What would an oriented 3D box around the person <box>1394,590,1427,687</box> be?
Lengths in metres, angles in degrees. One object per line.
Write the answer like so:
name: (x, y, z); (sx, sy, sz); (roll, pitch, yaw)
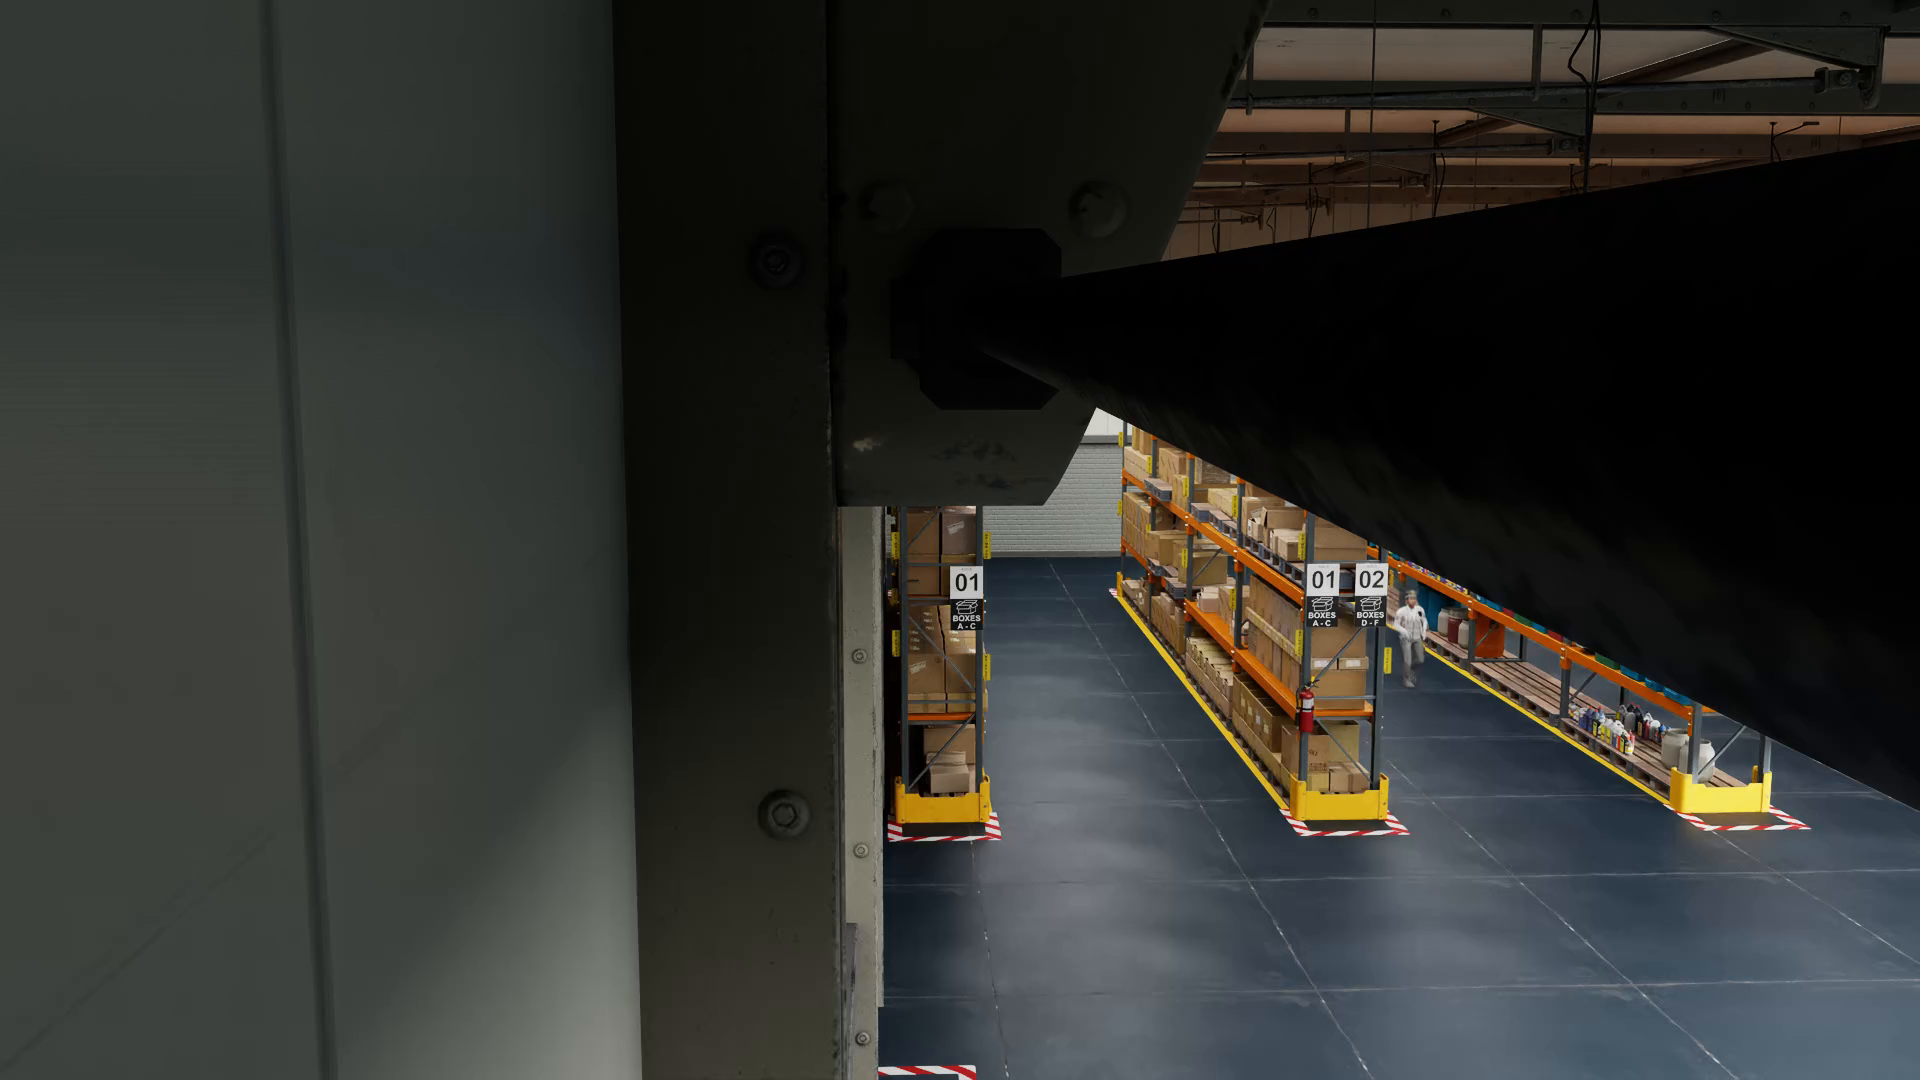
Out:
person: (7.492, 1.646, 27.533); (0.589, 1.653, 0.522); (0, 8, -2)
